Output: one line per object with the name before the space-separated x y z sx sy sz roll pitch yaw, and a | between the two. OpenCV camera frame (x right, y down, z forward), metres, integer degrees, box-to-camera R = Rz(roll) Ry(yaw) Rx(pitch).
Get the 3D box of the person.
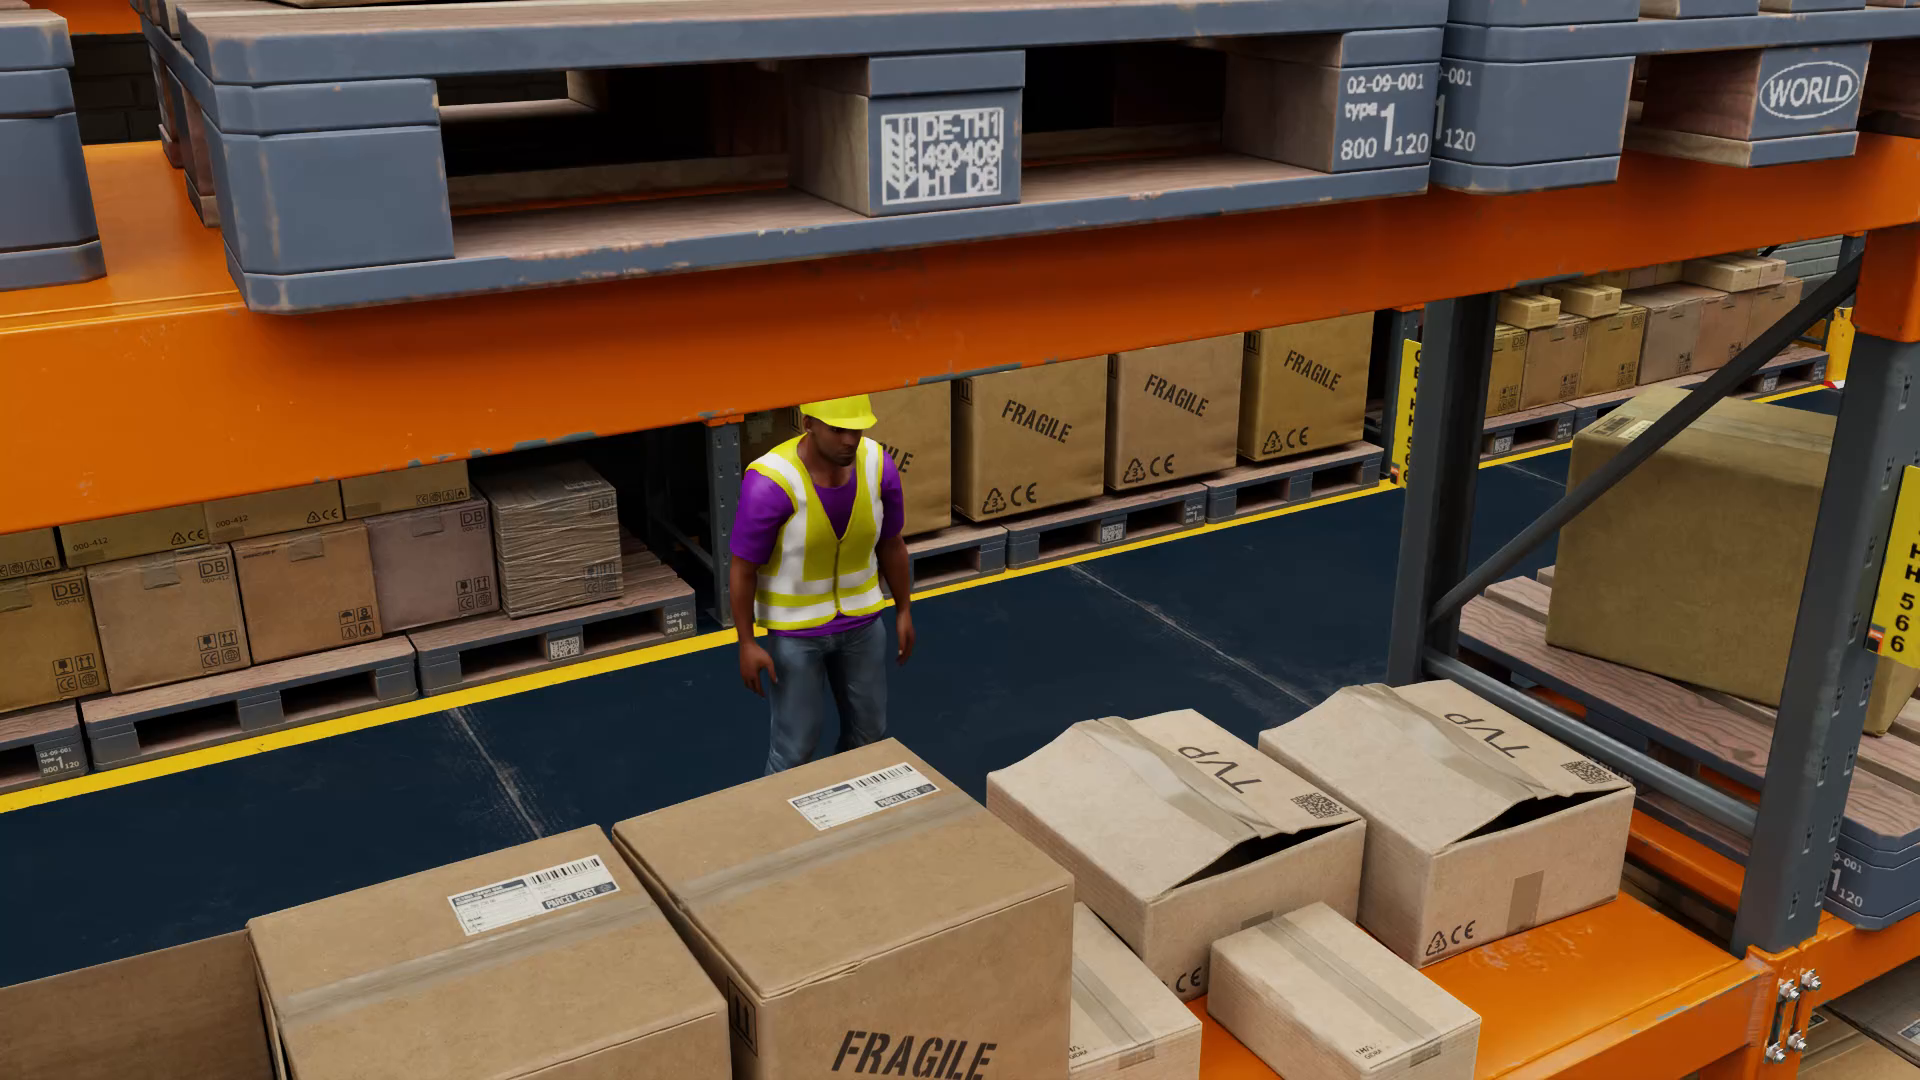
person | -0.427 0.284 5.346 0.628 1.761 0.458 -12 25 -28
